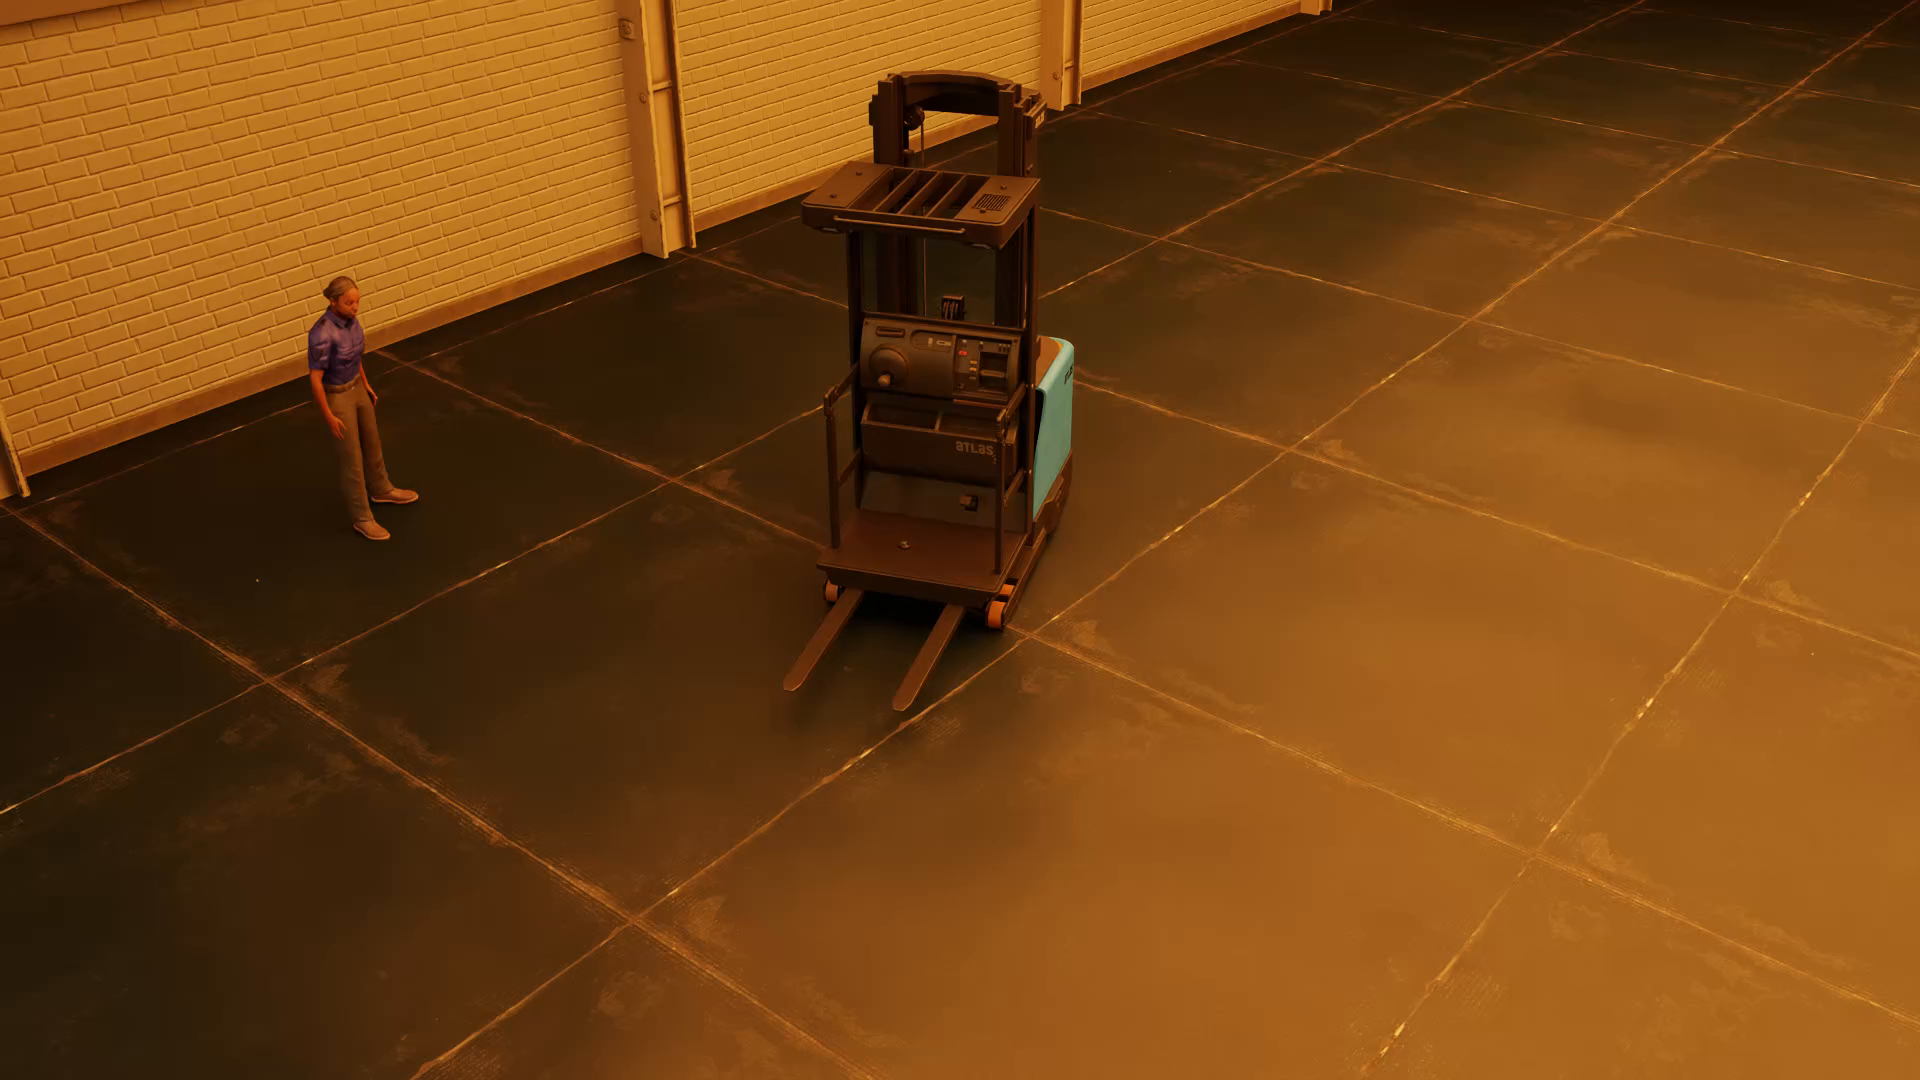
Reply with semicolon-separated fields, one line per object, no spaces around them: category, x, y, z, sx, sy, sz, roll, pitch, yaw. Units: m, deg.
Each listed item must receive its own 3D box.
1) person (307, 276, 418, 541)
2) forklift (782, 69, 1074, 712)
person;-3.767;-0.858;10.334;0.406;1.660;0.613;5;31;9
forklift;-0.176;-0.972;9.258;1.130;2.935;3.031;9;31;14
